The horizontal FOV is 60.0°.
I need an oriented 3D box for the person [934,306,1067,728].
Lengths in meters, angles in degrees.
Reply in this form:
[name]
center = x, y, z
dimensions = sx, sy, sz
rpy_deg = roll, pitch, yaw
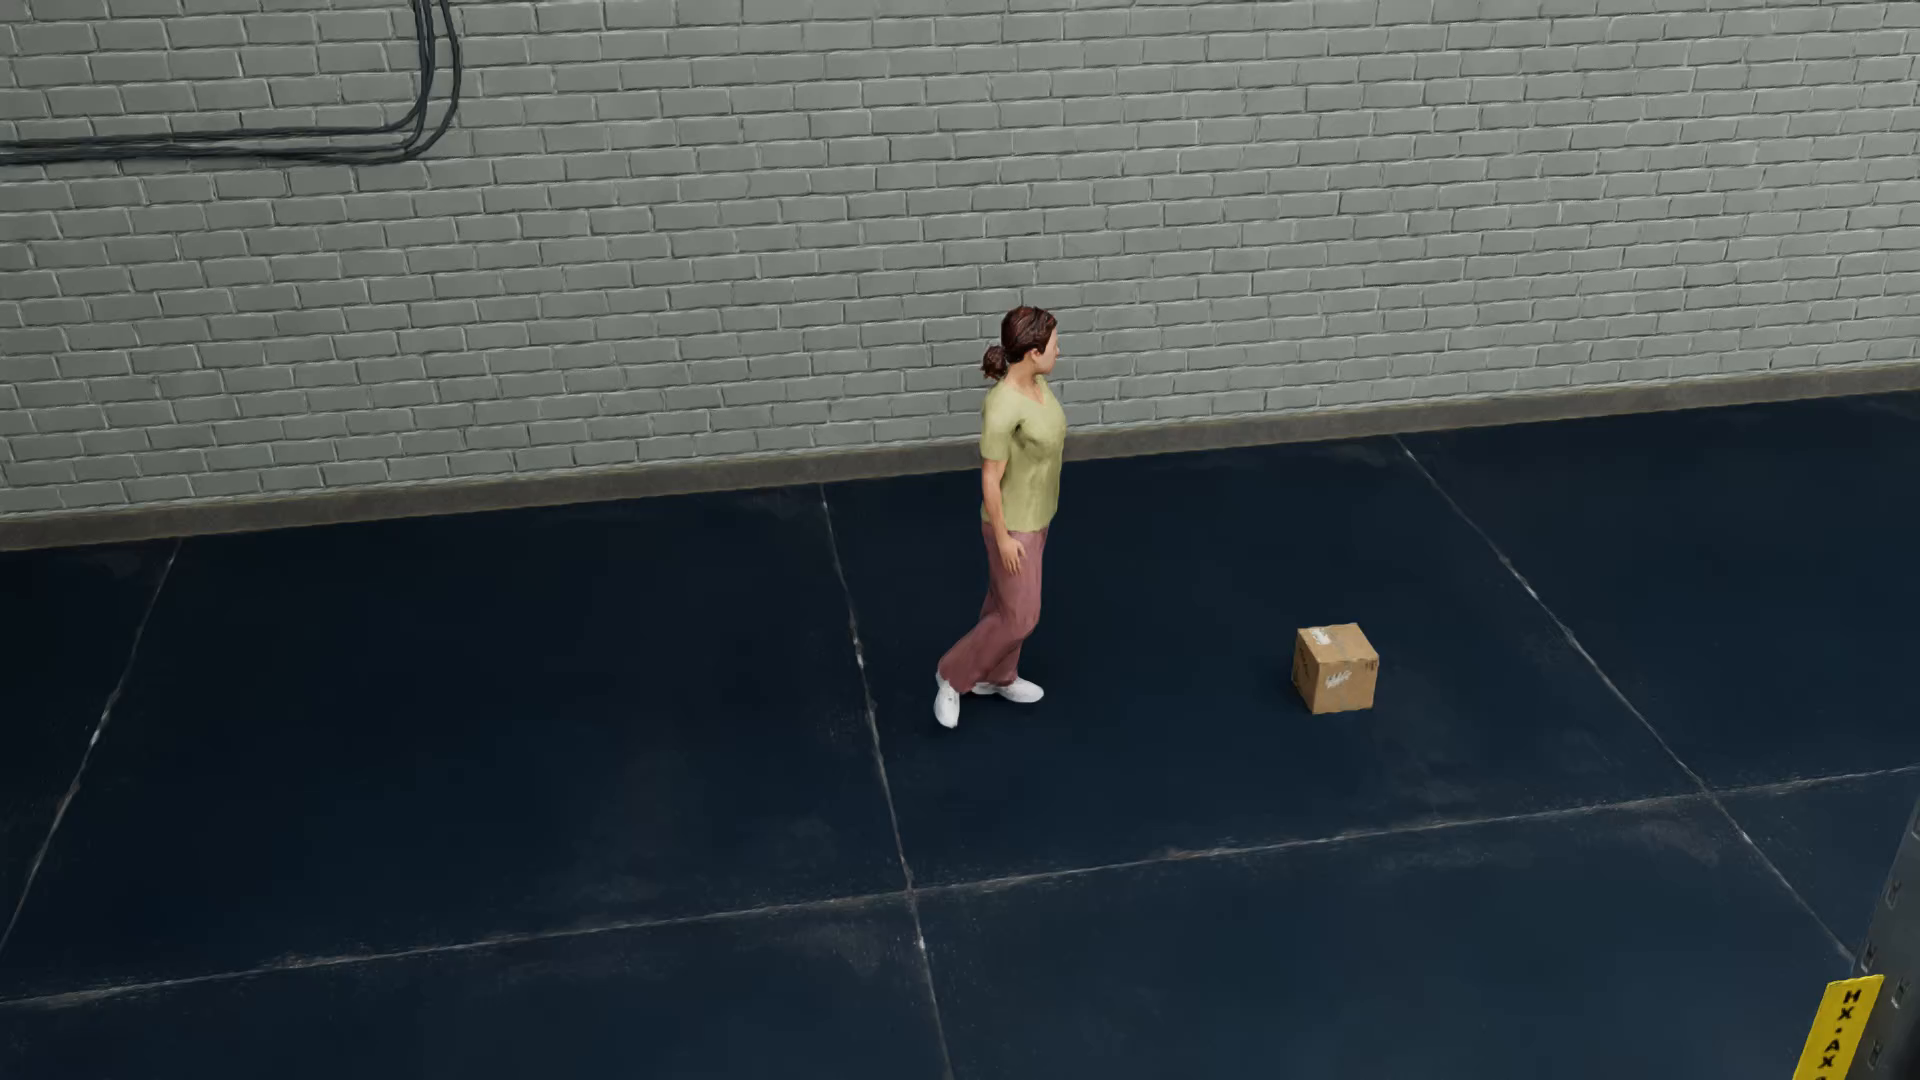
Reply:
[person]
center = 0.141, -0.060, 6.220
dimensions = 0.431, 1.648, 0.628
rpy_deg = 12, 33, 20
